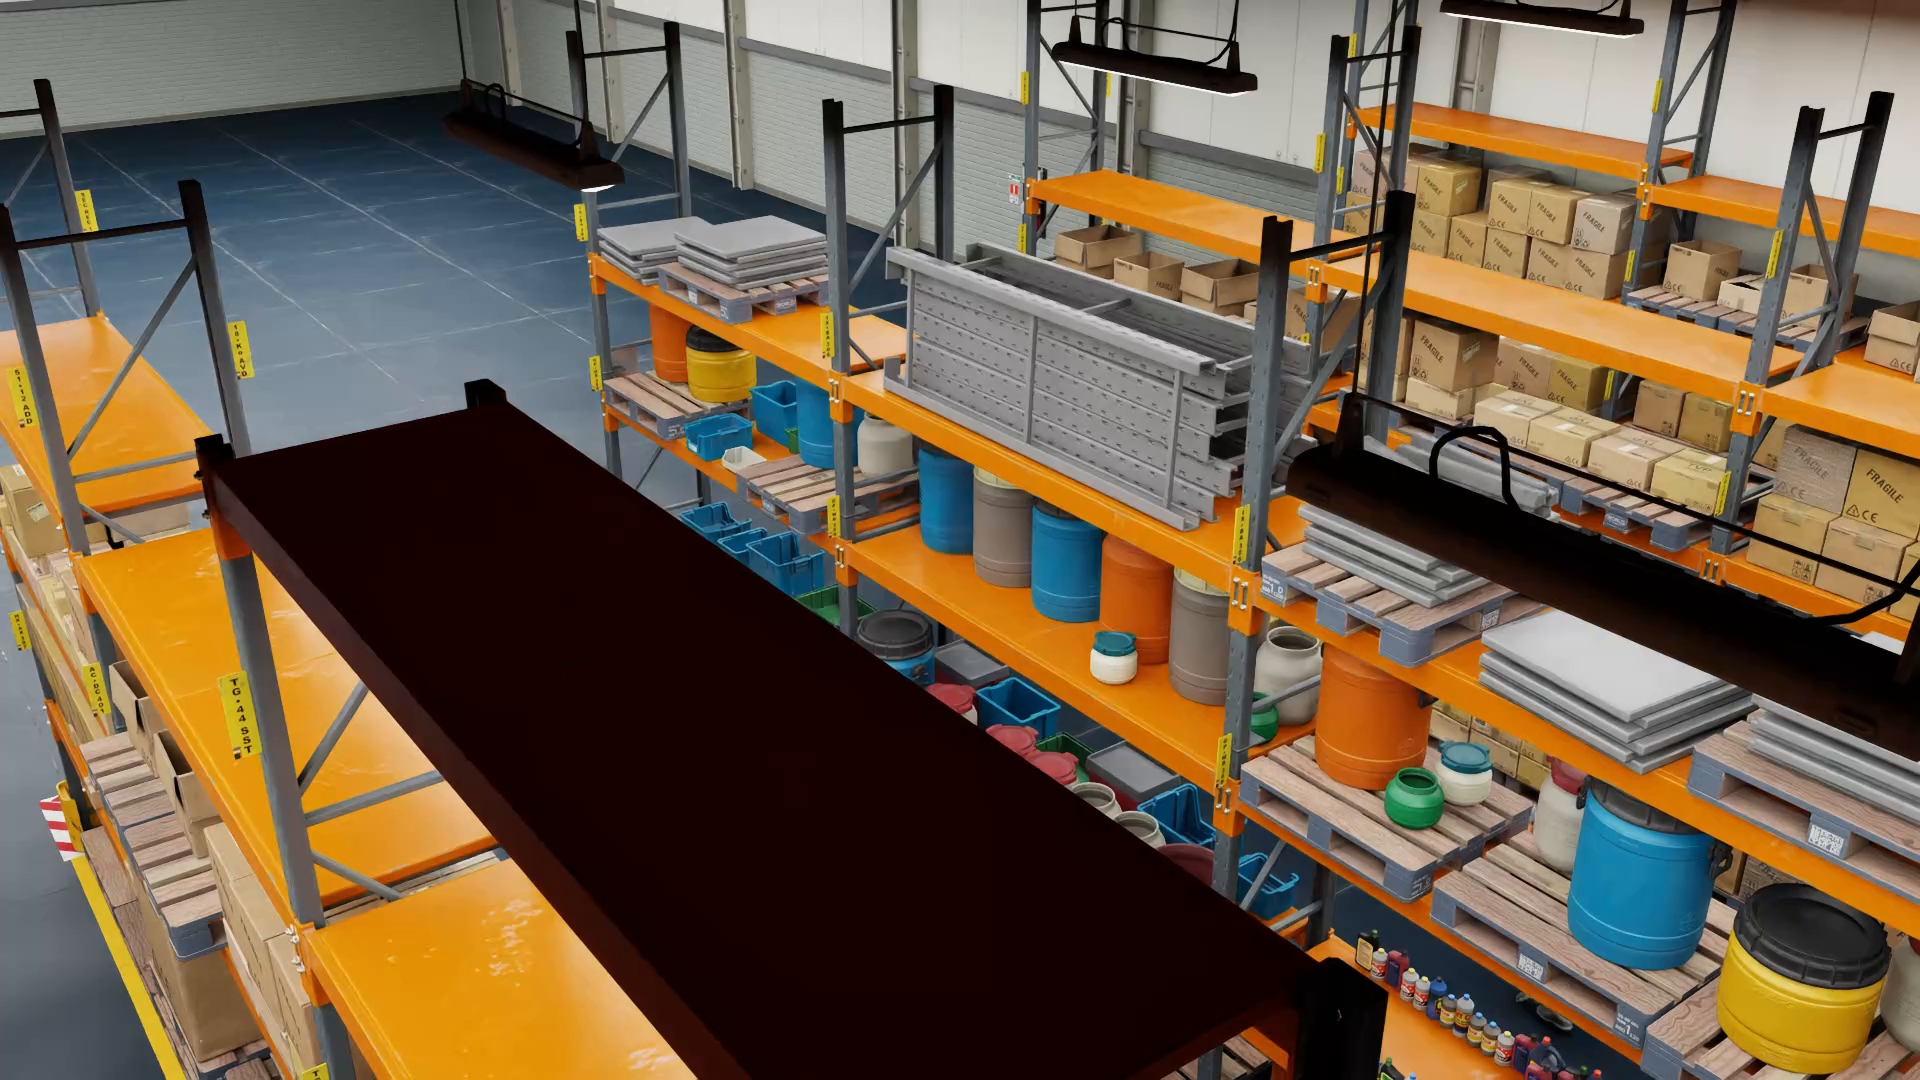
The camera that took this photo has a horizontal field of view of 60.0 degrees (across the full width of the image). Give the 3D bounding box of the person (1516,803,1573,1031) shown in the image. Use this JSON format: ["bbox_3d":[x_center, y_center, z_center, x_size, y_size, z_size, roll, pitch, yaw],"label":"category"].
[{"bbox_3d":[4.039,2.585,11.512,0.600,1.581,0.756,-11,27,-23],"label":"person"}]
